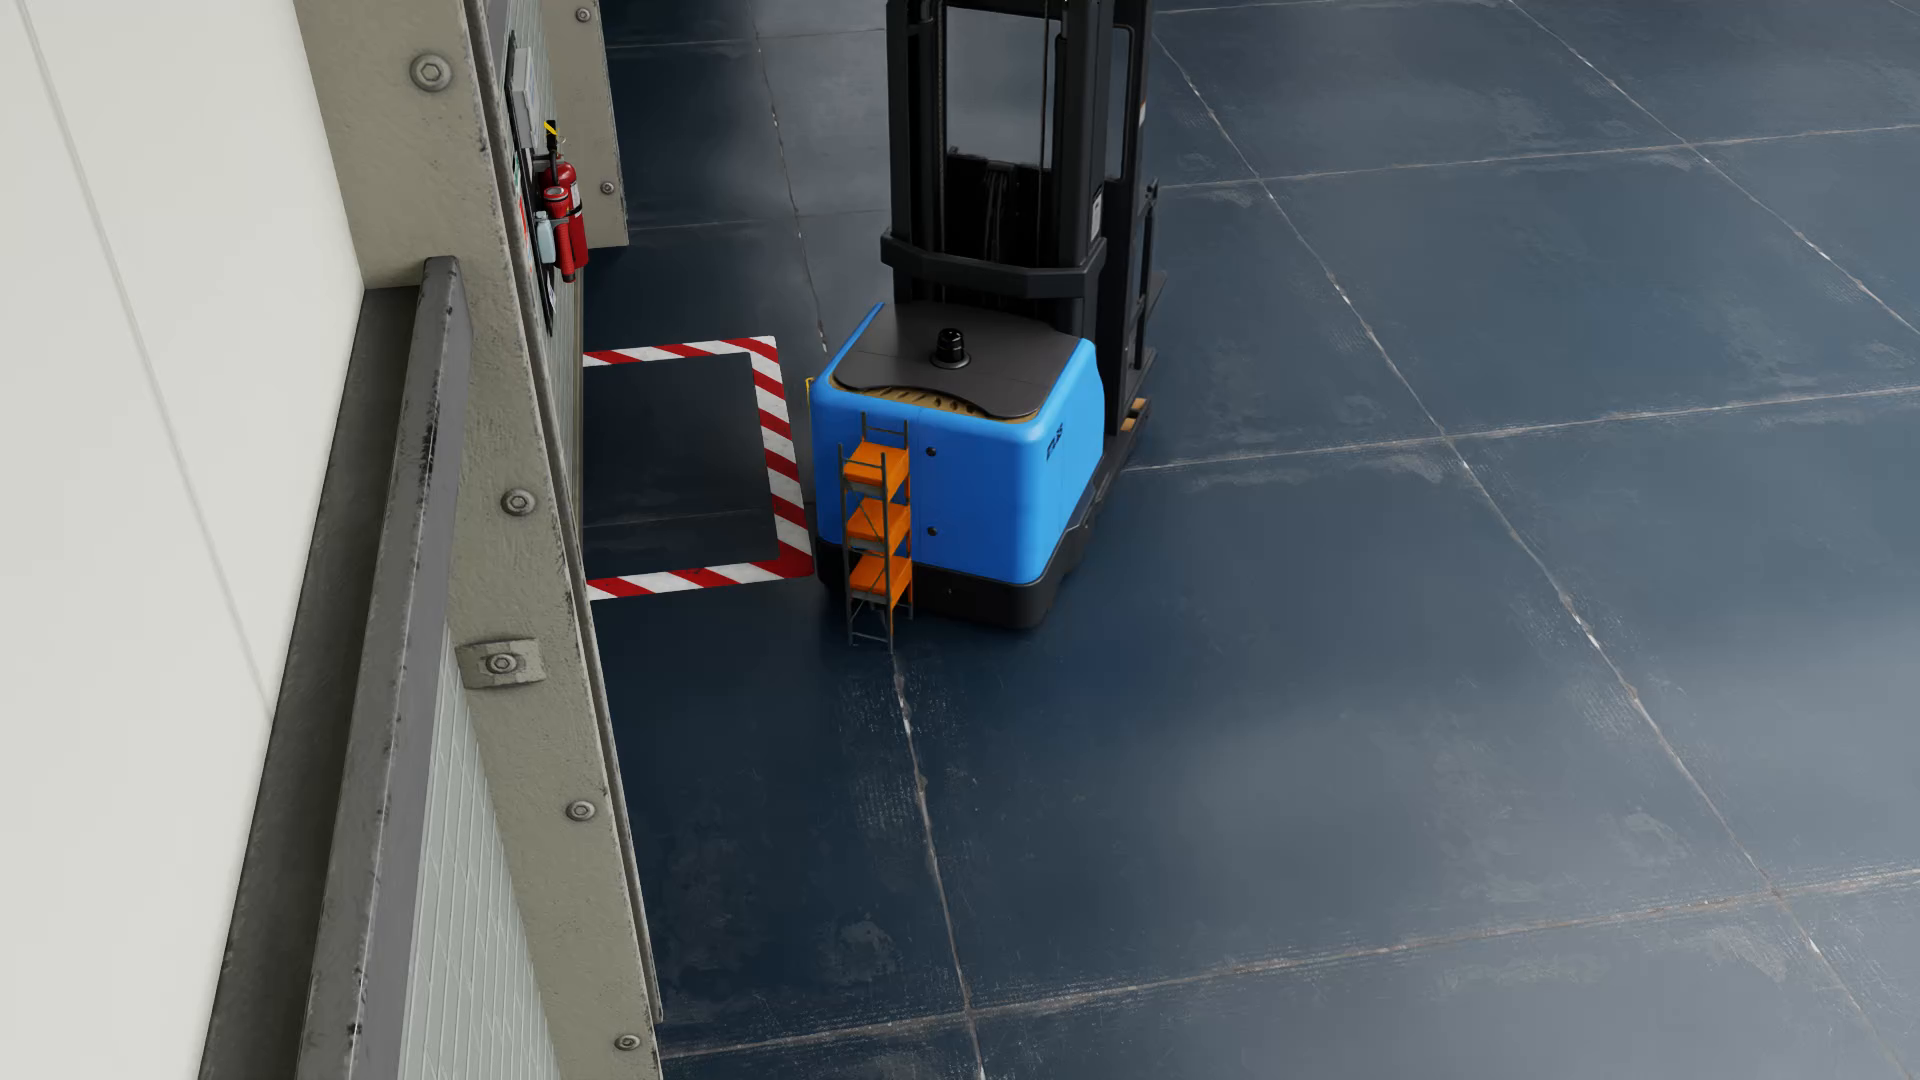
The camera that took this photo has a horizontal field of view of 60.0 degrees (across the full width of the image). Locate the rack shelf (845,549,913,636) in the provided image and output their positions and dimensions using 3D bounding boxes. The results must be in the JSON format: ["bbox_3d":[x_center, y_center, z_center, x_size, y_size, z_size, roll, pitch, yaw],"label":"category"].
[{"bbox_3d":[-0.344,0.214,7.089,0.215,0.259,0.240,12,40,15],"label":"rack shelf"}]

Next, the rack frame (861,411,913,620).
[{"bbox_3d":[-0.303,-0.084,7.002,0.200,1.050,0.008,12,40,15],"label":"rack frame"}]

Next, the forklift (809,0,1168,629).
[{"bbox_3d":[0.335,-1.681,7.525,1.130,2.935,3.031,12,40,15],"label":"forklift"}]

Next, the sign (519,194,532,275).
[{"bbox_3d":[-1.796,-1.242,6.874,0.001,0.329,0.234,-6,38,-8],"label":"sign"}]

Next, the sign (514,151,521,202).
[{"bbox_3d":[-1.788,-1.455,6.716,0.001,0.109,0.331,-6,38,-8],"label":"sign"}]

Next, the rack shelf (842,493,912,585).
[{"bbox_3d":[-0.344,-0.005,6.918,0.215,0.259,0.240,12,40,15],"label":"rack shelf"}]

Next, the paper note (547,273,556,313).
[{"bbox_3d":[-1.829,-1.110,7.452,0.016,0.148,0.142,-6,38,-8],"label":"paper note"}]

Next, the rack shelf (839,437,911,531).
[{"bbox_3d":[-0.344,-0.229,6.744,0.215,0.259,0.240,12,40,15],"label":"rack shelf"}]

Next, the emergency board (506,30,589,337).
[{"bbox_3d":[-1.792,-1.573,7.329,0.194,1.169,0.643,-6,38,-8],"label":"emergency board"}]

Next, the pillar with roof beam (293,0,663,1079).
[{"bbox_3d":[3.103,-2.277,3.346,9.100,9.000,0.400,-6,38,-8],"label":"pillar with roof beam"}]

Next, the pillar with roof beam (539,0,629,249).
[{"bbox_3d":[2.051,-5.901,8.011,9.100,9.000,0.400,-6,38,-8],"label":"pillar with roof beam"}]

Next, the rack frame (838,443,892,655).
[{"bbox_3d":[-0.384,0.057,6.821,0.200,1.050,0.008,12,40,15],"label":"rack frame"}]

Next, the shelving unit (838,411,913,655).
[{"bbox_3d":[-0.344,-0.014,6.912,0.215,1.050,0.252,12,40,15],"label":"shelving unit"}]
